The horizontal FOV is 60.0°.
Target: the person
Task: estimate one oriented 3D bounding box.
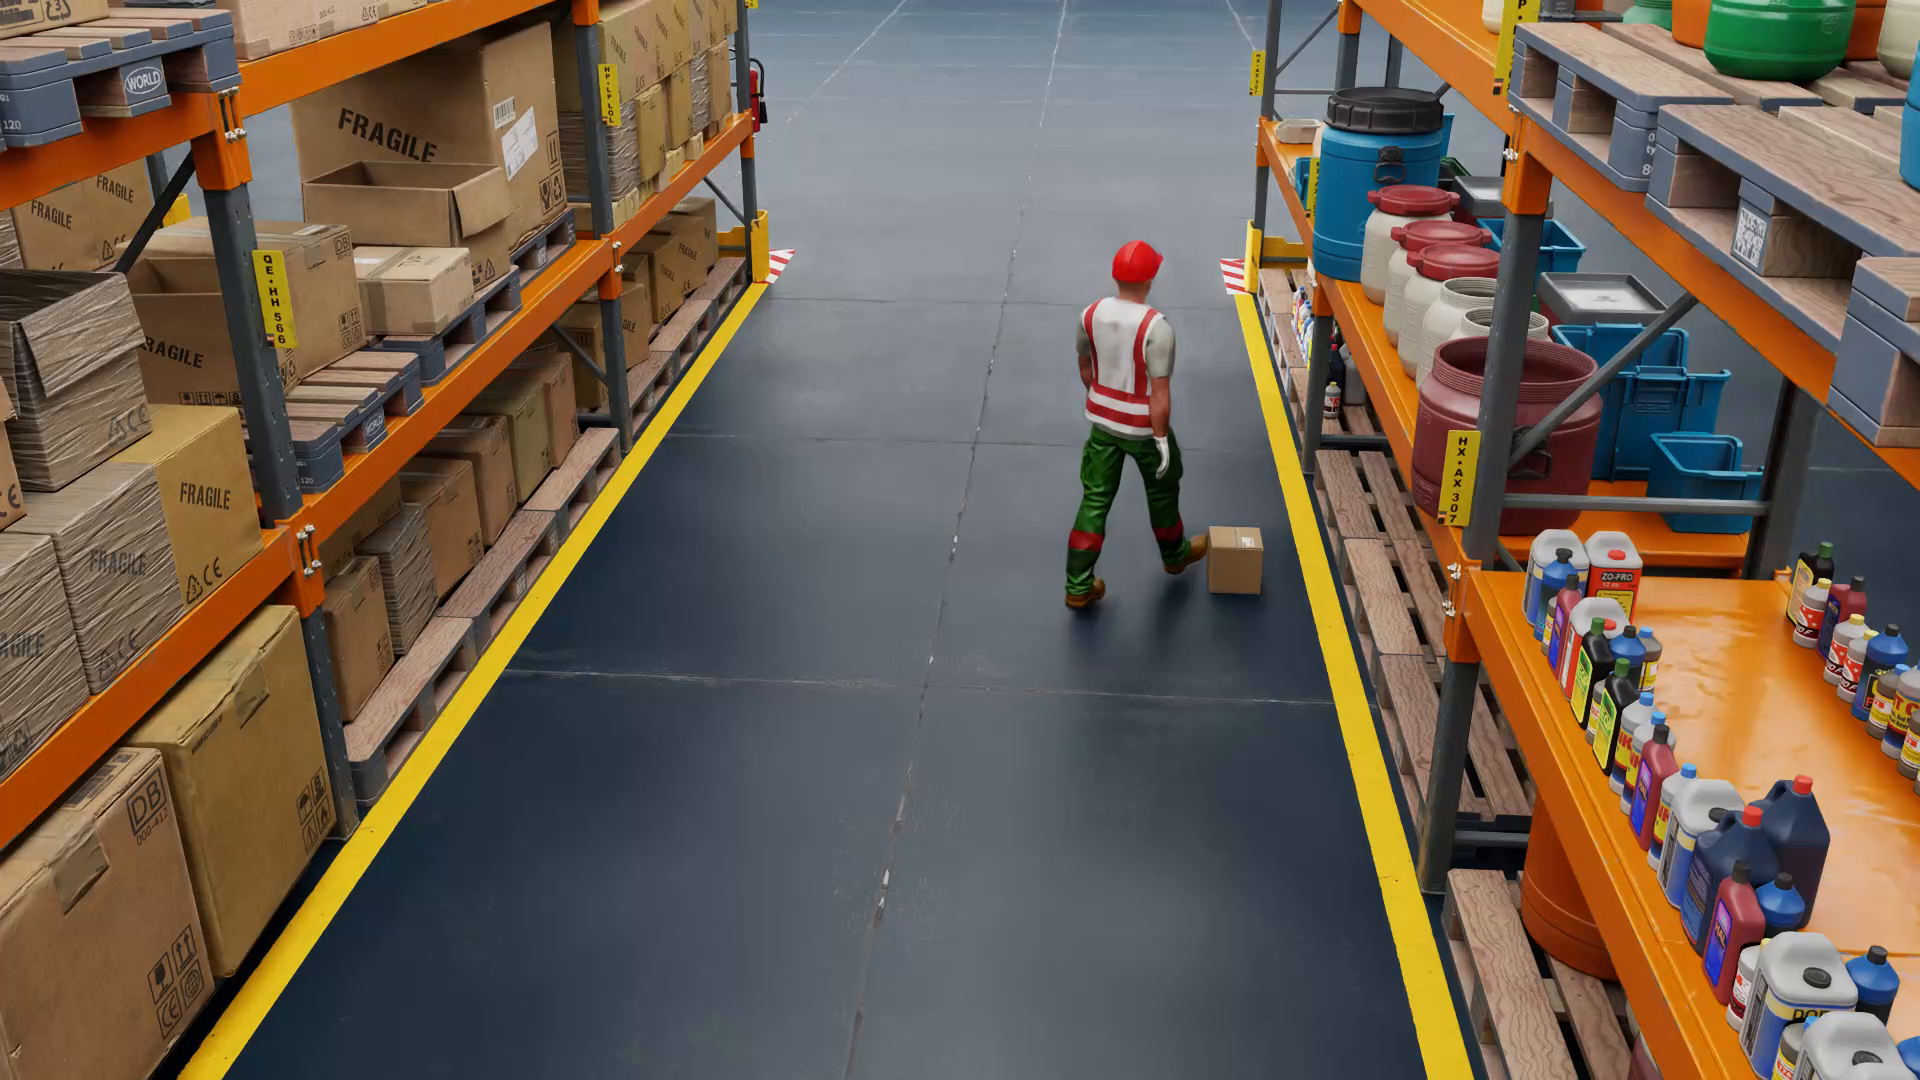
[{"bbox_3d":[0.849,-0.590,7.880,0.575,1.752,0.944,17,29,33],"label":"person"}]
